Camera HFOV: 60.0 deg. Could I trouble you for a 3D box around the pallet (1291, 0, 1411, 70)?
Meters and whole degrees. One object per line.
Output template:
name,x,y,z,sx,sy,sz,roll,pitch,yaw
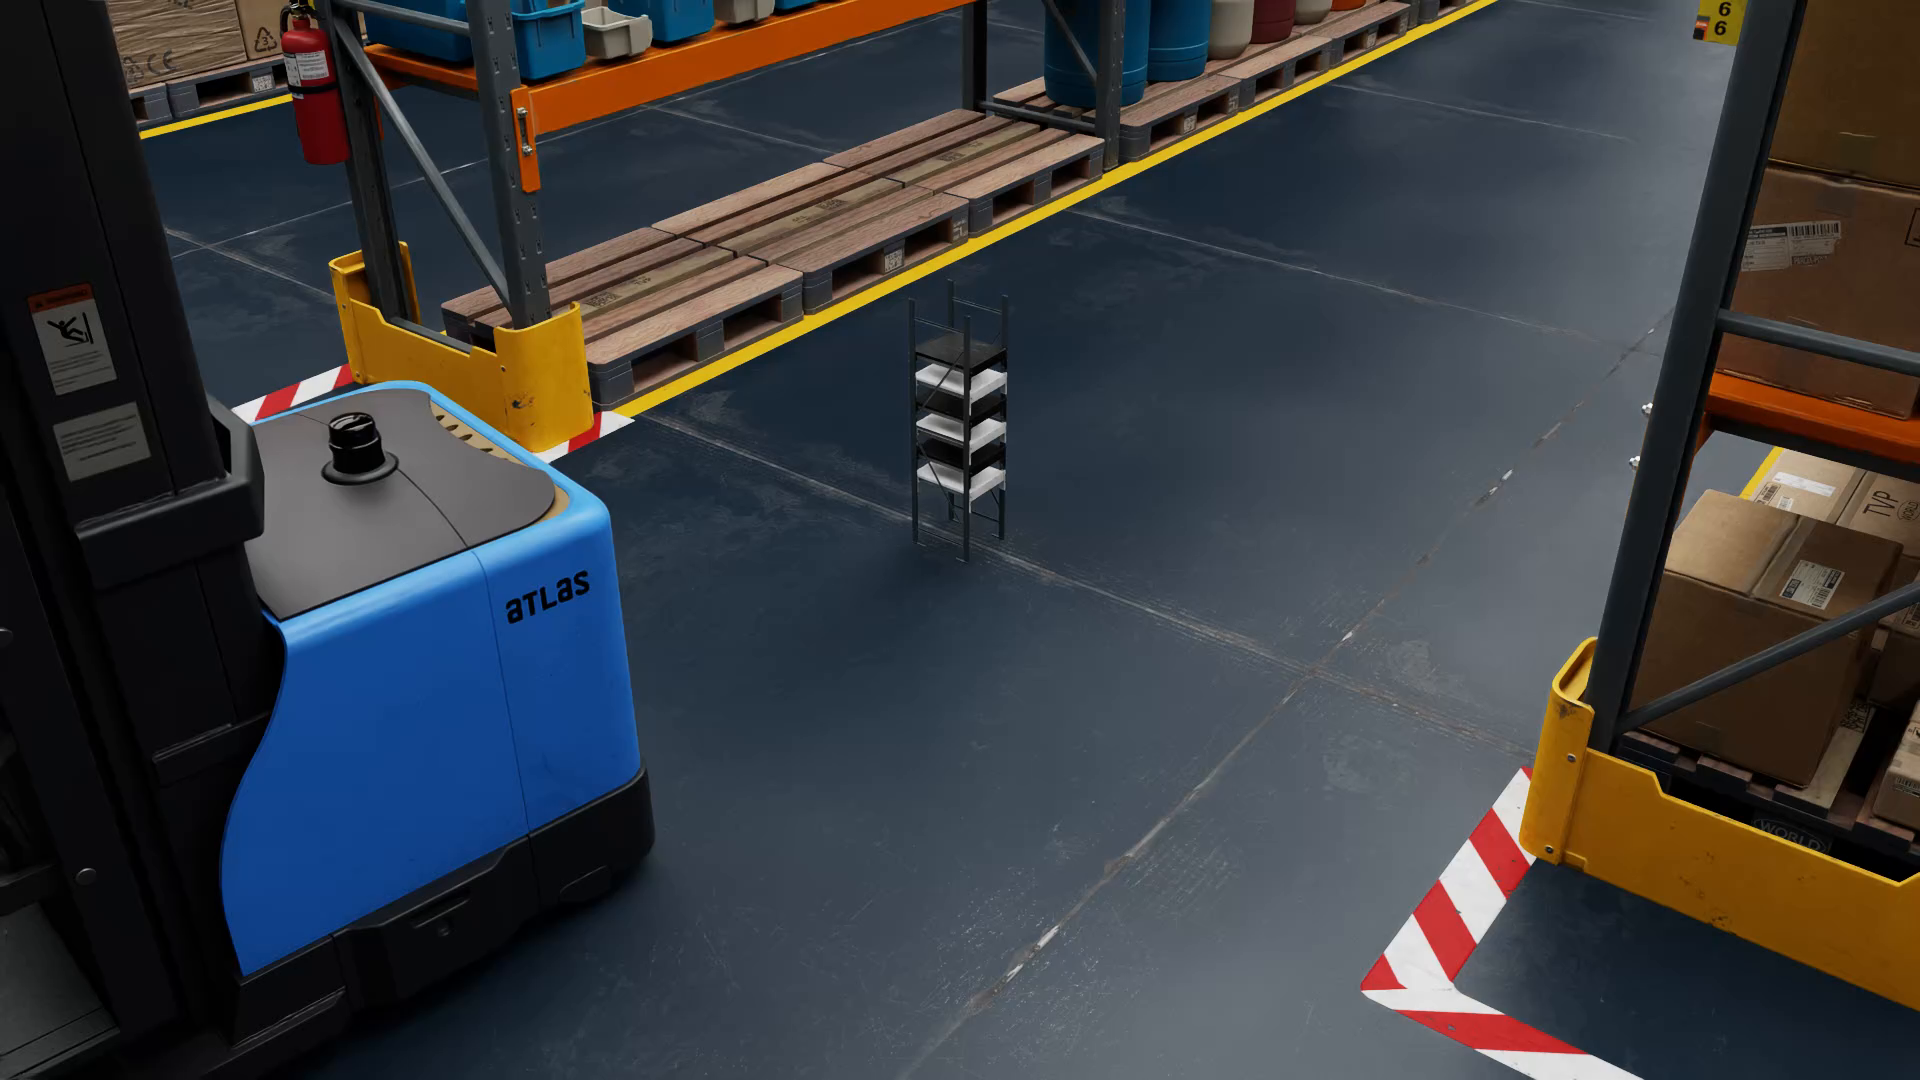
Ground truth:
pallet,2.416,-3.587,11.595,1.003,0.211,1.213,21,37,31

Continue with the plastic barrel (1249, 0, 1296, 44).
plastic barrel,1.896,-3.600,10.835,0.600,0.588,0.708,21,37,31

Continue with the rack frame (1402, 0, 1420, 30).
rack frame,2.859,-5.119,11.446,1.000,3.000,0.127,21,37,31

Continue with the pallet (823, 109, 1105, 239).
pallet,0.032,-1.983,8.889,1.003,0.211,1.213,21,37,31

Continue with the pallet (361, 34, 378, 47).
pallet,-4.026,-3.533,11.505,1.003,0.211,1.213,21,37,31

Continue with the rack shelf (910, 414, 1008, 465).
rack shelf,-0.005,-0.355,5.532,0.258,0.077,0.200,21,37,31

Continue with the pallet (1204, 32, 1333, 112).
pallet,1.680,-3.093,10.762,1.003,0.211,1.213,21,37,31

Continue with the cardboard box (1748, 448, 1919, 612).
cardboard box,2.706,-0.022,5.110,0.500,0.250,0.500,21,37,31

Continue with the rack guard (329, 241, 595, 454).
rack guard,-1.974,-0.779,6.573,1.175,0.500,0.348,21,37,31

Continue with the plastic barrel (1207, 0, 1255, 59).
plastic barrel,1.626,-3.310,10.421,0.421,0.512,0.421,0,31,0

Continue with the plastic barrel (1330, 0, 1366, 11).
plastic barrel,2.577,-4.162,11.548,0.600,0.830,0.708,21,37,31

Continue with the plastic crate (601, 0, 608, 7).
plastic crate,-1.436,-2.281,6.856,0.396,0.136,0.243,21,37,31

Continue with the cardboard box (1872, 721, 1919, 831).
cardboard box,2.504,0.631,4.108,0.380,0.149,0.250,21,37,31

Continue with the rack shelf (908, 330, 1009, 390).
rack shelf,-0.005,-0.587,5.394,0.258,0.077,0.200,21,37,31

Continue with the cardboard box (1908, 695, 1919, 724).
cardboard box,2.655,0.522,4.275,0.380,0.166,0.250,21,37,31

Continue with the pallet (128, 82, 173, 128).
pallet,-5.498,-2.541,9.831,1.003,0.211,1.213,21,37,31

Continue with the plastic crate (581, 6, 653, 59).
plastic crate,-1.299,-1.884,6.187,0.250,0.136,0.298,21,37,31

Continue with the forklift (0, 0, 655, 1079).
forklift,-2.214,-0.092,3.030,3.031,2.935,1.130,-25,39,-36

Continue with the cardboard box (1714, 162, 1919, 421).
cardboard box,2.030,-0.651,3.808,0.500,0.500,0.500,22,37,33

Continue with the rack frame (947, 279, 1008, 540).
rack frame,0.056,-0.425,5.585,0.240,0.900,0.006,21,37,31

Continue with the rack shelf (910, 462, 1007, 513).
rack shelf,-0.005,-0.200,5.624,0.258,0.077,0.200,21,37,31

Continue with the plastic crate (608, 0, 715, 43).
plastic crate,-1.161,-2.088,6.437,0.416,0.233,0.300,21,37,31

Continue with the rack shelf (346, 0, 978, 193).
rack shelf,-0.763,-2.371,7.514,1.077,0.370,4.000,21,37,31

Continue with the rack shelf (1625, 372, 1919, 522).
rack shelf,3.184,-0.845,4.940,1.077,0.370,4.000,21,37,31

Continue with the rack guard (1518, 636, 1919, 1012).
rack guard,2.023,0.703,4.074,1.175,0.500,0.348,21,37,31

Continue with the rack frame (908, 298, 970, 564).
rack frame,-0.066,-0.343,5.445,0.240,0.900,0.006,21,37,31

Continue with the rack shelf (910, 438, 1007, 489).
rack shelf,-0.005,-0.278,5.578,0.258,0.077,0.200,21,37,31

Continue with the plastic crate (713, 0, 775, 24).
plastic crate,-0.889,-2.160,6.652,0.250,0.136,0.298,21,37,31

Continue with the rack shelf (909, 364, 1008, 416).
rack shelf,-0.005,-0.510,5.440,0.258,0.077,0.200,21,37,31

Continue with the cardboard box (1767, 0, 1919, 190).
cardboard box,2.026,-1.080,3.552,0.500,0.500,0.500,21,36,31

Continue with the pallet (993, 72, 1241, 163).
pallet,0.944,-2.595,9.921,1.003,0.211,1.213,21,37,31

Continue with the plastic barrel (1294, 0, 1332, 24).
plastic barrel,2.308,-3.769,11.195,0.421,0.512,0.421,0,31,0

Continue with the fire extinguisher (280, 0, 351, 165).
fire extinguisher,-2.423,-1.753,6.207,0.296,0.674,0.183,21,37,31

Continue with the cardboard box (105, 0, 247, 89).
cardboard box,-5.047,-3.313,10.071,0.875,0.875,0.875,21,37,31

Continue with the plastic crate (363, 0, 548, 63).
plastic crate,-1.917,-2.102,6.262,0.616,0.435,0.499,21,37,31

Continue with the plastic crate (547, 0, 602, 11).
plastic crate,-1.622,-2.167,6.665,0.396,0.136,0.243,21,37,31

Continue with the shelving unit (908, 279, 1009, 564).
shelving unit,-0.005,-0.384,5.515,0.258,0.900,0.210,21,37,31

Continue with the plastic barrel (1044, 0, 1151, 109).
plastic barrel,0.787,-2.987,9.495,0.600,0.901,0.708,21,37,31

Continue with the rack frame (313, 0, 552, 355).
rack frame,-1.970,-1.868,5.959,1.000,3.000,0.127,21,37,31

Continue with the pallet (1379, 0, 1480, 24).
pallet,3.358,-4.223,12.668,1.003,0.211,1.213,21,37,31

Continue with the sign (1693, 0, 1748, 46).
sign,1.546,-1.155,3.311,0.100,0.325,0.005,21,37,31

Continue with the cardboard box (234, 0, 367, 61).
cardboard box,-4.510,-3.675,10.681,0.875,0.875,0.875,21,37,31

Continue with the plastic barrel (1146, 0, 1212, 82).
plastic barrel,1.214,-3.275,9.981,0.600,0.901,0.708,21,37,31

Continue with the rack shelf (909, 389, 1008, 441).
rack shelf,-0.005,-0.433,5.486,0.258,0.077,0.200,21,37,31

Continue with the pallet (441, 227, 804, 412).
pallet,-1.441,-0.991,7.216,1.003,0.211,1.213,21,37,31

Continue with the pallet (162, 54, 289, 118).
pallet,-4.762,-3.035,10.664,1.003,0.211,1.213,21,37,31

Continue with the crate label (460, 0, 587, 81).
crate label,-1.558,-1.821,5.985,0.416,0.233,0.303,21,37,31

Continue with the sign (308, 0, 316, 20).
sign,-2.418,-2.101,6.192,0.100,0.325,0.005,21,37,31

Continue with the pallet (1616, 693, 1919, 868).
pallet,2.503,0.503,4.695,1.003,0.211,1.213,21,37,31

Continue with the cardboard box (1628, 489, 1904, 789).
cardboard box,2.109,0.248,4.410,0.500,0.500,0.500,21,37,31

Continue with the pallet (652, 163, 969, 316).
pallet,-0.704,-1.485,8.049,1.003,0.211,1.213,21,37,31

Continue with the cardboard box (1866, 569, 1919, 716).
cardboard box,2.833,0.315,4.542,0.500,0.250,0.500,21,37,31

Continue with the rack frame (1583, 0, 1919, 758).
rack frame,1.977,-0.342,3.384,1.000,3.000,0.127,21,37,31

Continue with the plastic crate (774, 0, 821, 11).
plastic crate,-0.764,-2.356,6.888,0.416,0.233,0.300,21,37,31

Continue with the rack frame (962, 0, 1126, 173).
rack frame,0.445,-3.494,8.703,1.000,3.000,0.127,21,37,31

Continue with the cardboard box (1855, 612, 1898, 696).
cardboard box,2.425,0.254,4.727,0.380,0.166,0.250,21,37,31
